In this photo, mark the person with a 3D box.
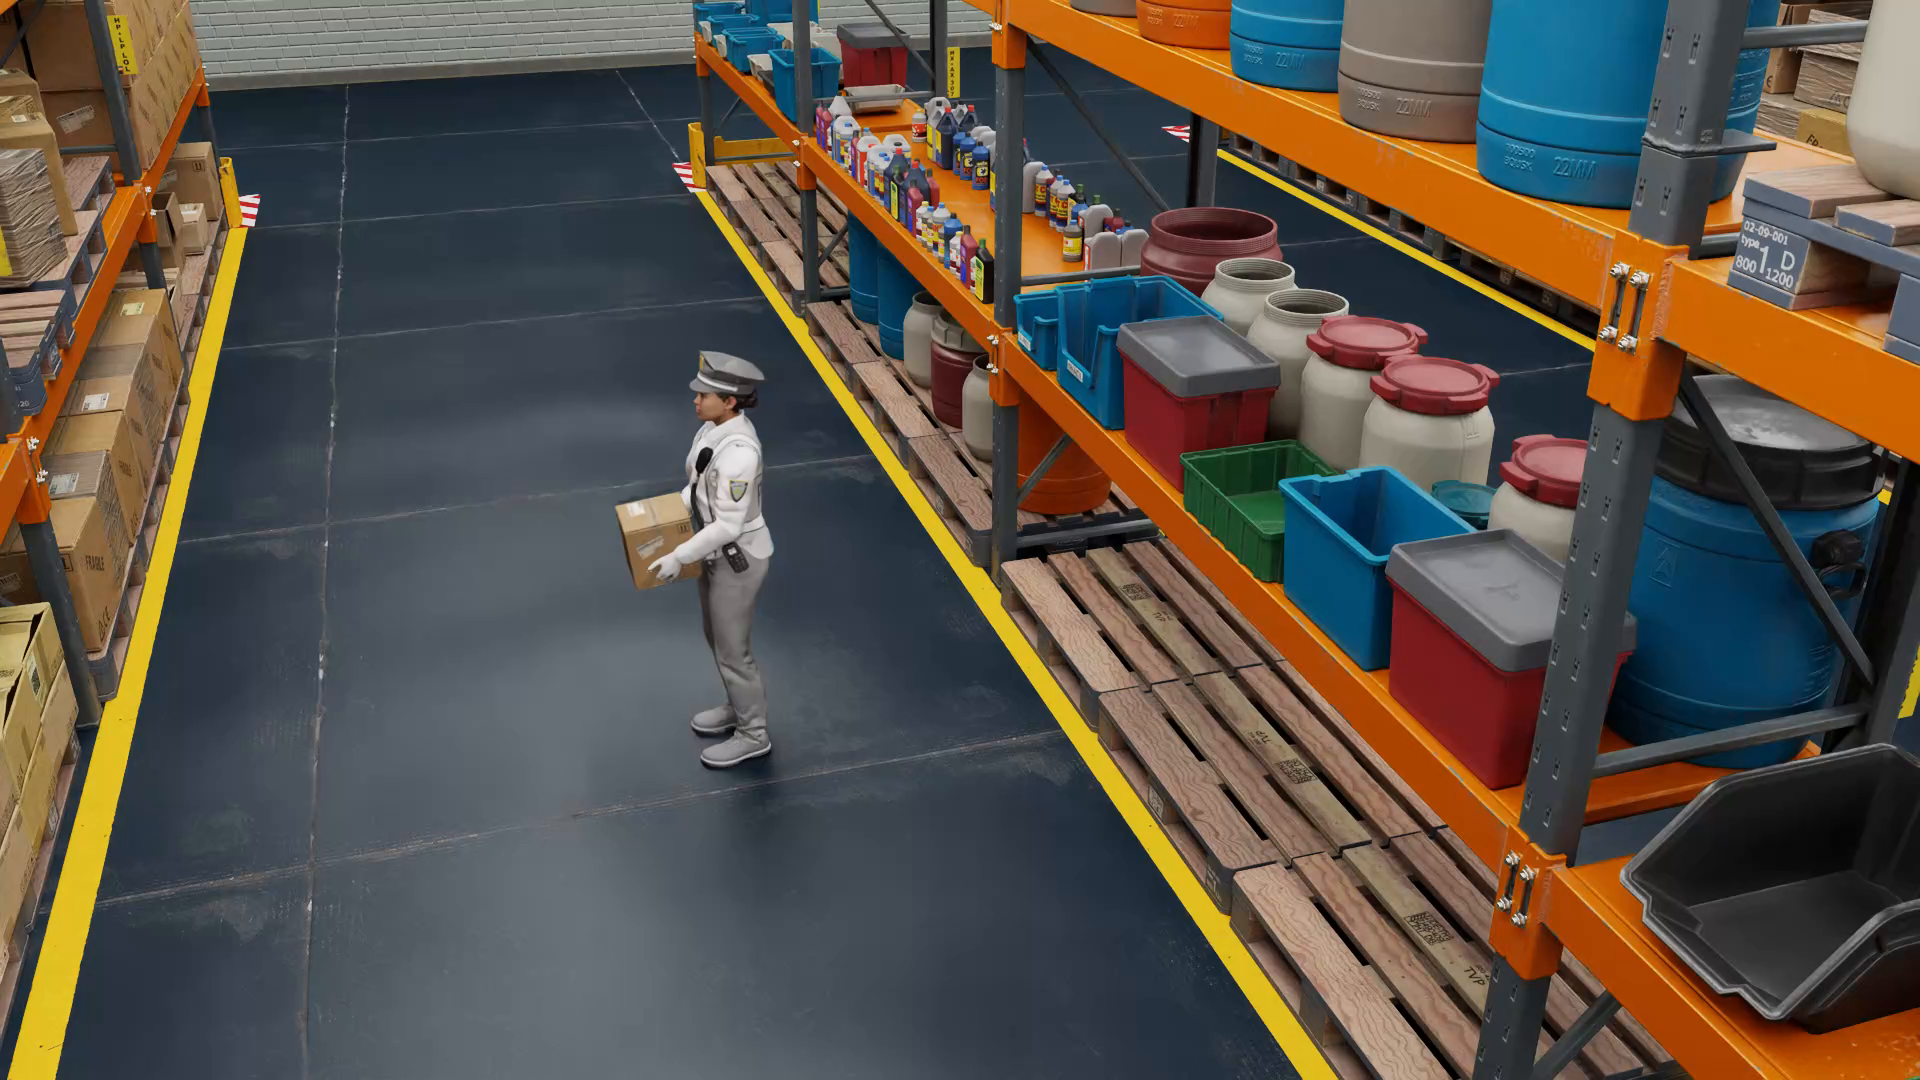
[{"bbox_3d":[-0.970,0.074,6.431,0.504,1.692,0.473,-8,28,-16],"label":"person"}]
